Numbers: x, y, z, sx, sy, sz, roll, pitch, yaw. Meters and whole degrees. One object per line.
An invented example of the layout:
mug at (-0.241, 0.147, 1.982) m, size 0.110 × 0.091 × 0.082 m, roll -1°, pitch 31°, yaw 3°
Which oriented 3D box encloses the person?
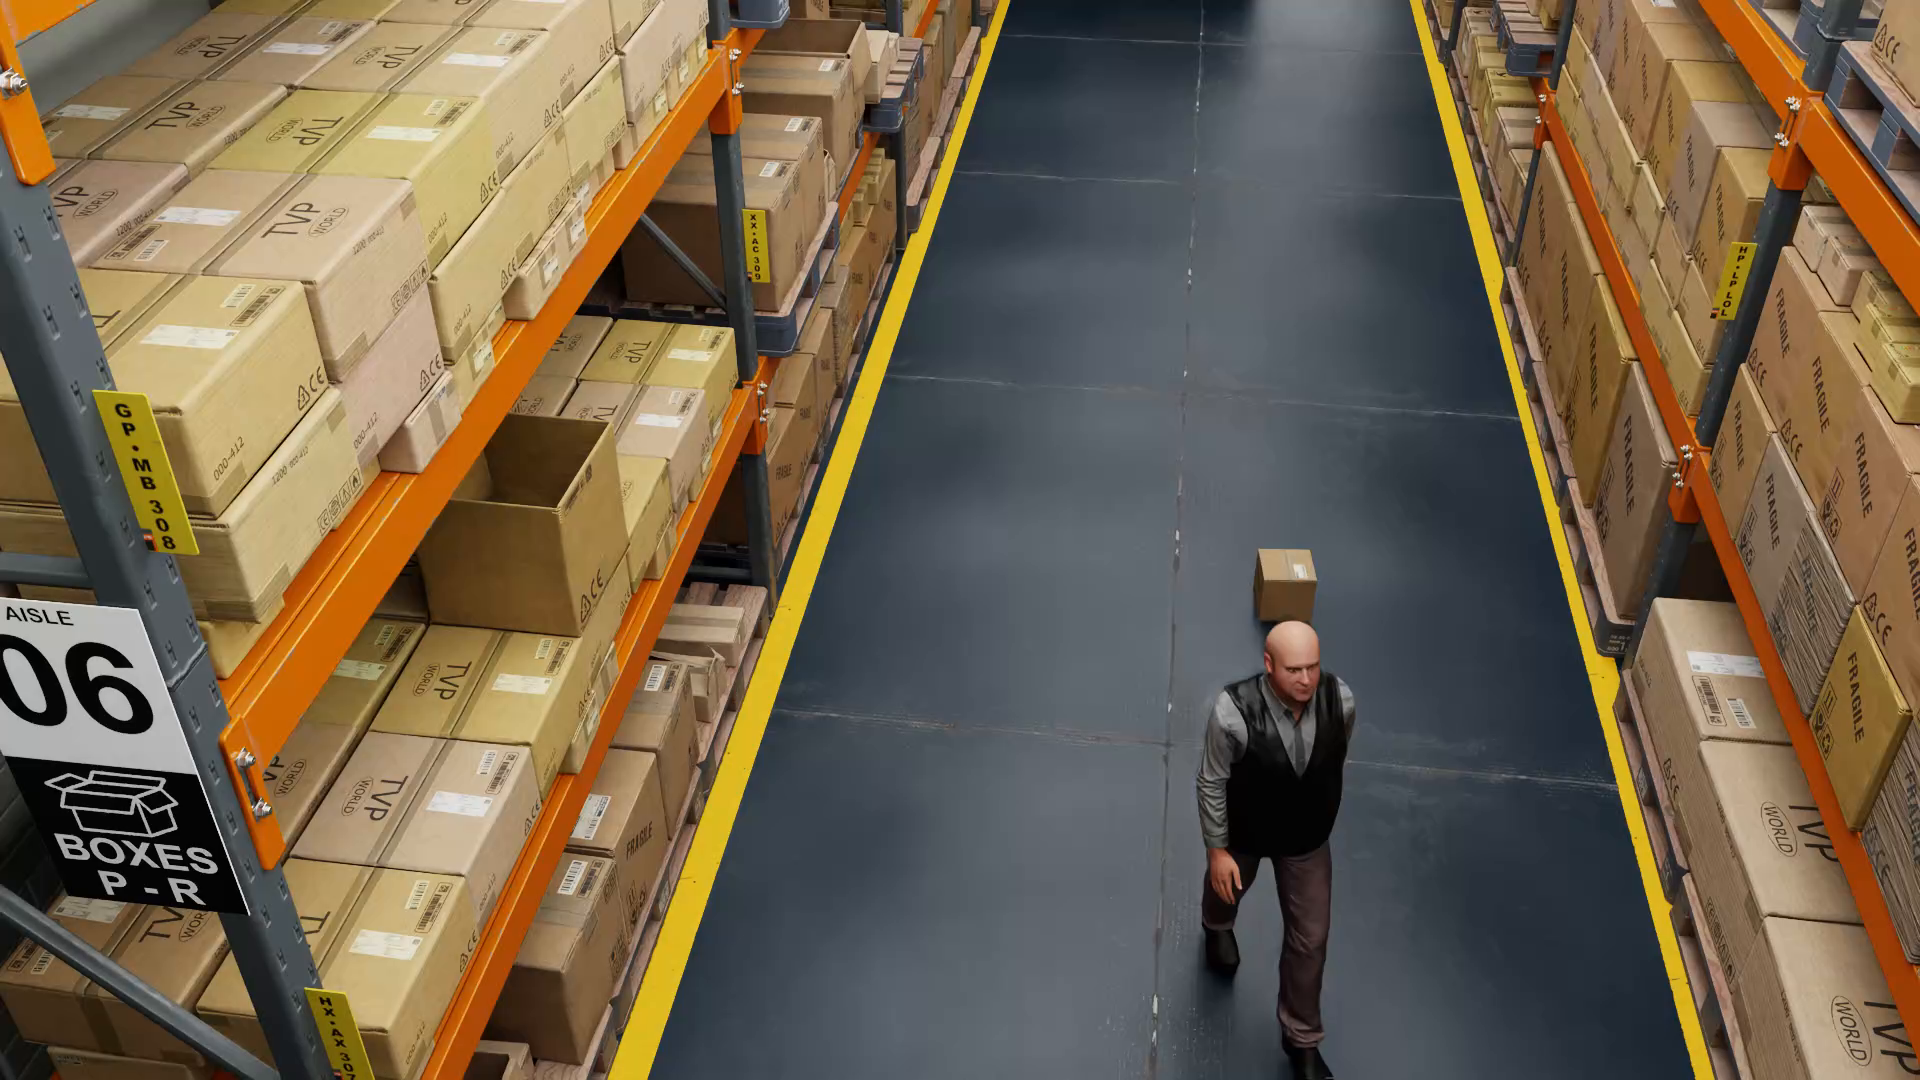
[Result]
person at (1.058, 1.034, 5.626) m, size 0.550 × 1.710 × 0.887 m, roll -3°, pitch 36°, yaw -5°
